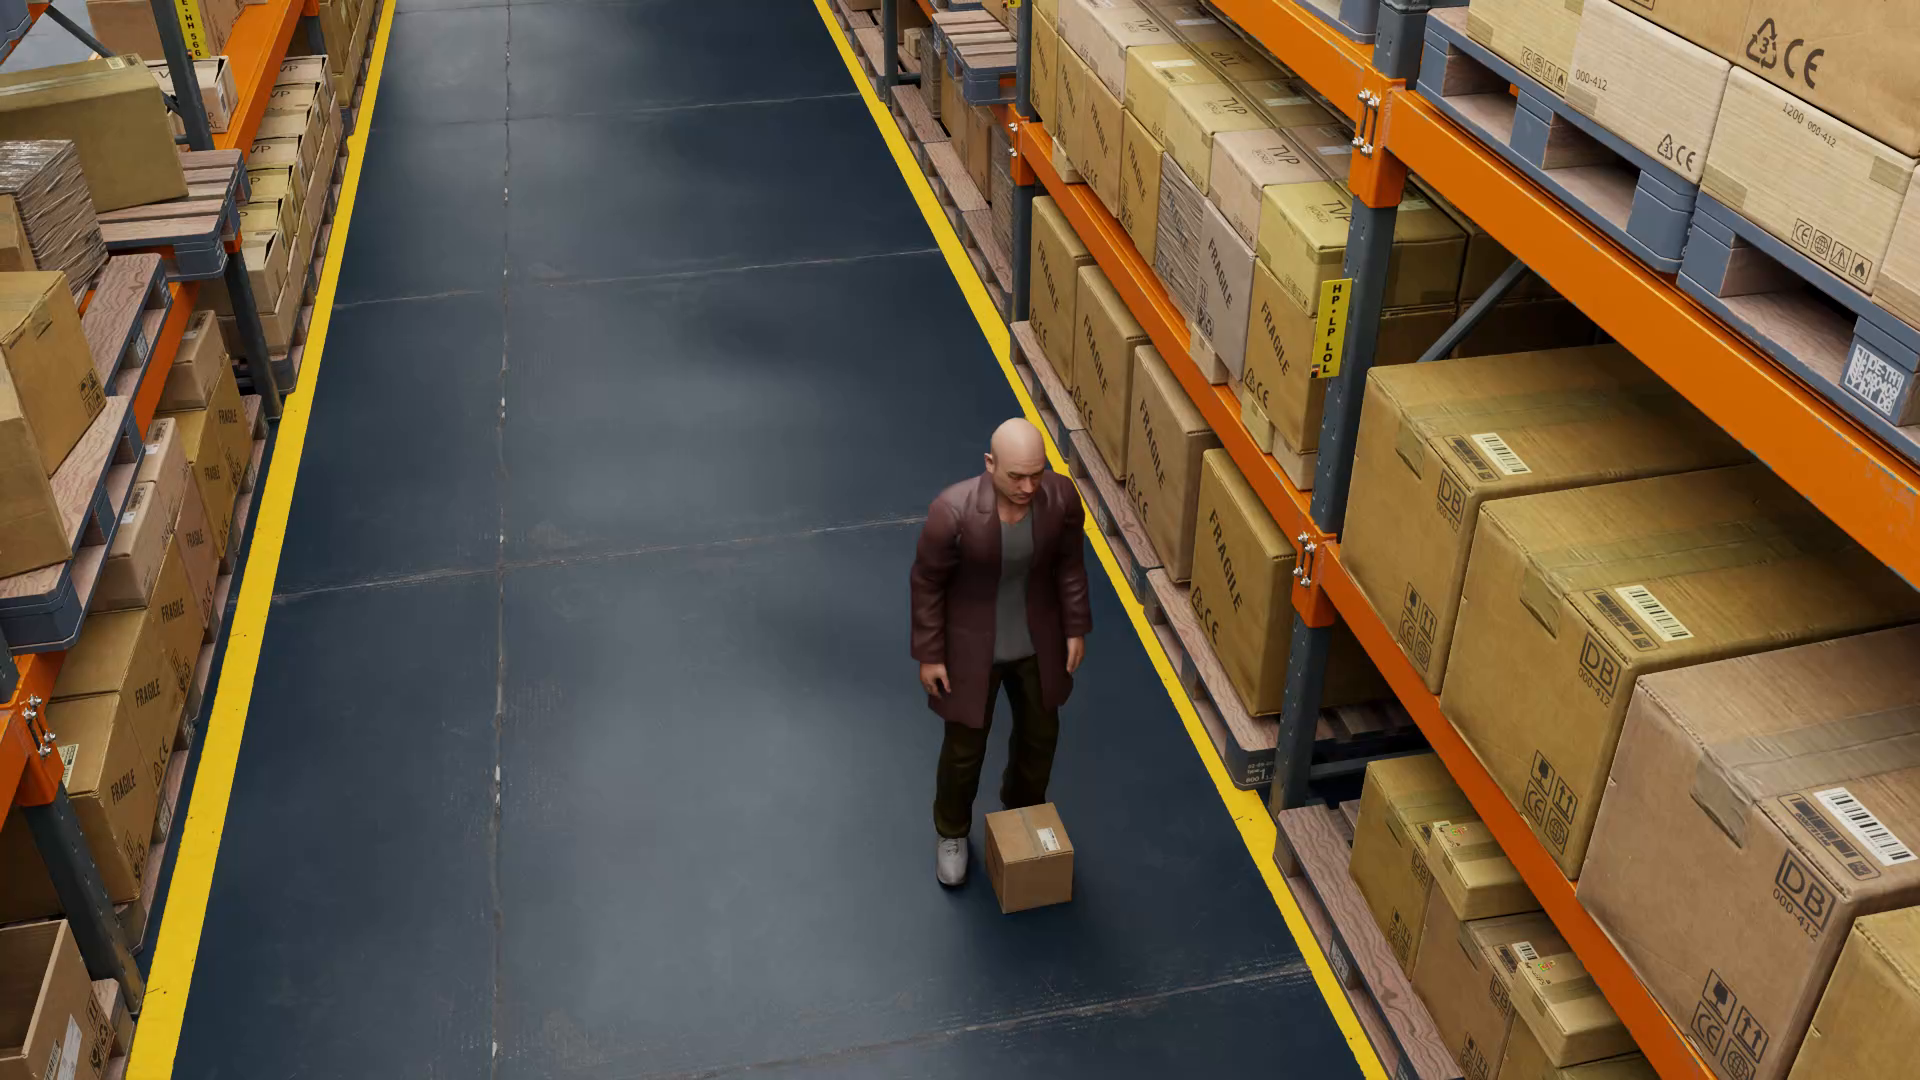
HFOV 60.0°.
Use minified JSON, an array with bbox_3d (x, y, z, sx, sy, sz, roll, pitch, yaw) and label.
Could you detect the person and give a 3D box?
[{"bbox_3d":[0.144,0.357,5.625,0.642,1.773,0.431,-10,35,-15],"label":"person"}]
